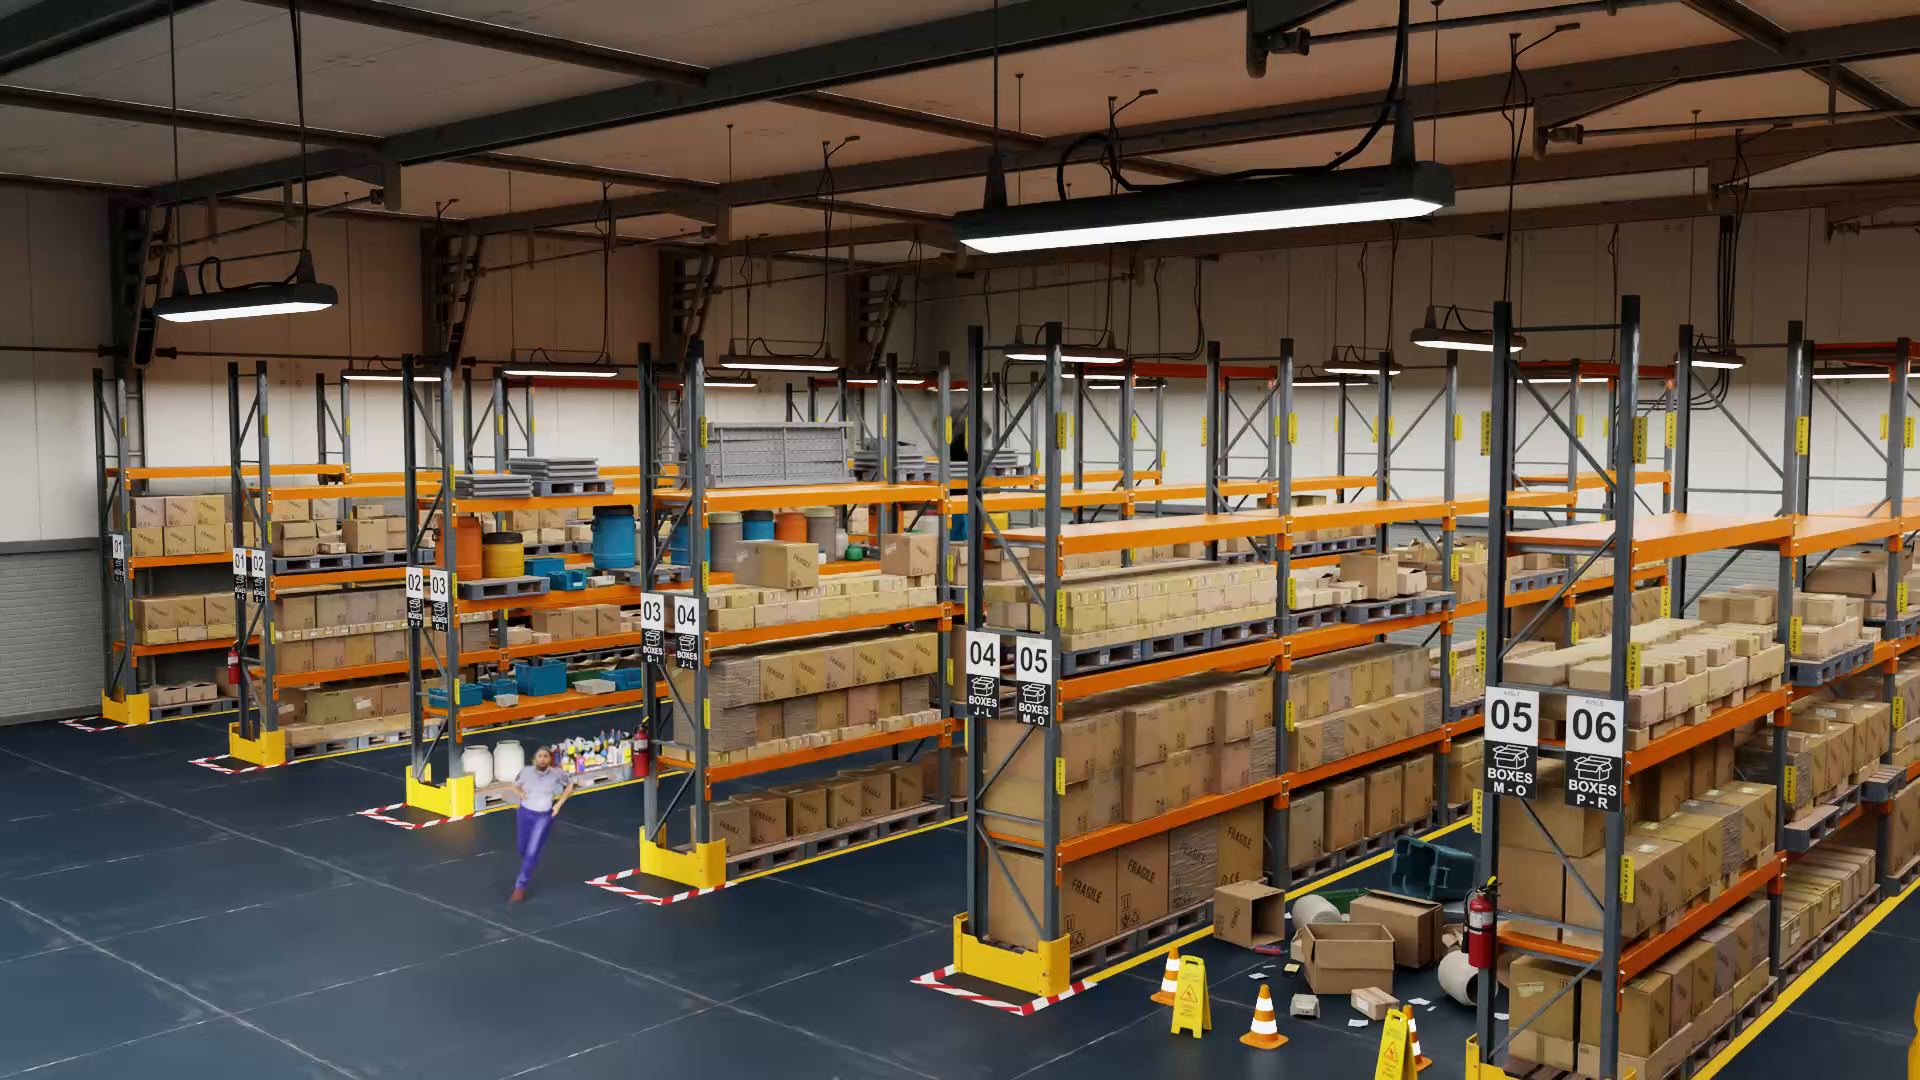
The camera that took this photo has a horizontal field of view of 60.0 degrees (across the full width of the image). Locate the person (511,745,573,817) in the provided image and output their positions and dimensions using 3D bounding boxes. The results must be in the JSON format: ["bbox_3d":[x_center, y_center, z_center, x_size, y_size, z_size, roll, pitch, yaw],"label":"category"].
[{"bbox_3d":[-4.551,2.603,17.938,0.612,0.782,0.556,0,4,7],"label":"person"}]

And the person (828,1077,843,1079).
[{"bbox_3d":[-0.649,3.698,9.020,0.612,1.659,0.727,0,4,-1],"label":"person"}]
